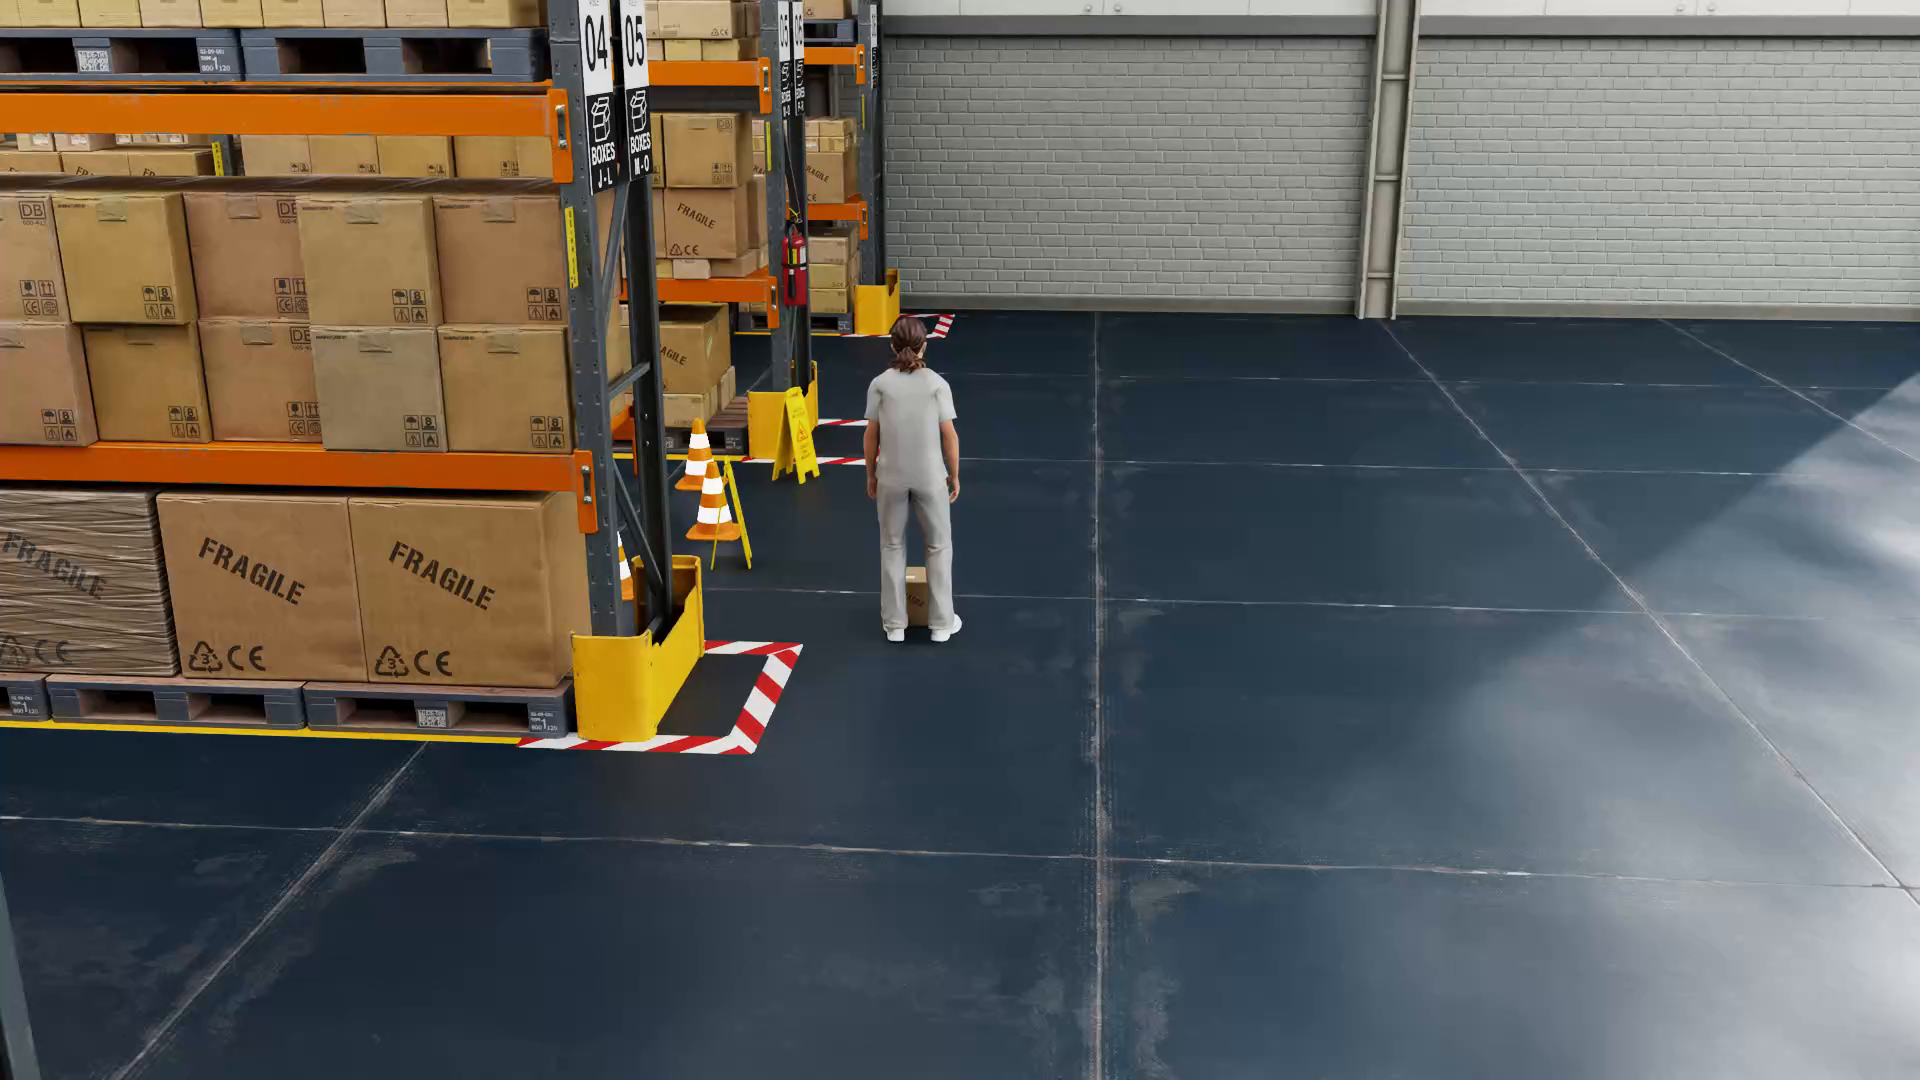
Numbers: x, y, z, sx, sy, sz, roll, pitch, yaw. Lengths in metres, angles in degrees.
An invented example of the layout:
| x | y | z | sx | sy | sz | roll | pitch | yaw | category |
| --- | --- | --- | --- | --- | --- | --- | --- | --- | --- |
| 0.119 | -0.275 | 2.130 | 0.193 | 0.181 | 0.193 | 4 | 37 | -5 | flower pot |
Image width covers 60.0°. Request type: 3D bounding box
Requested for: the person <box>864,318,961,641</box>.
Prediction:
| x | y | z | sx | sy | sz | roll | pitch | yaw | category |
| --- | --- | --- | --- | --- | --- | --- | --- | --- | --- |
| -0.244 | -0.300 | 8.499 | 0.485 | 1.673 | 0.360 | 1 | 18 | 4 | person |
